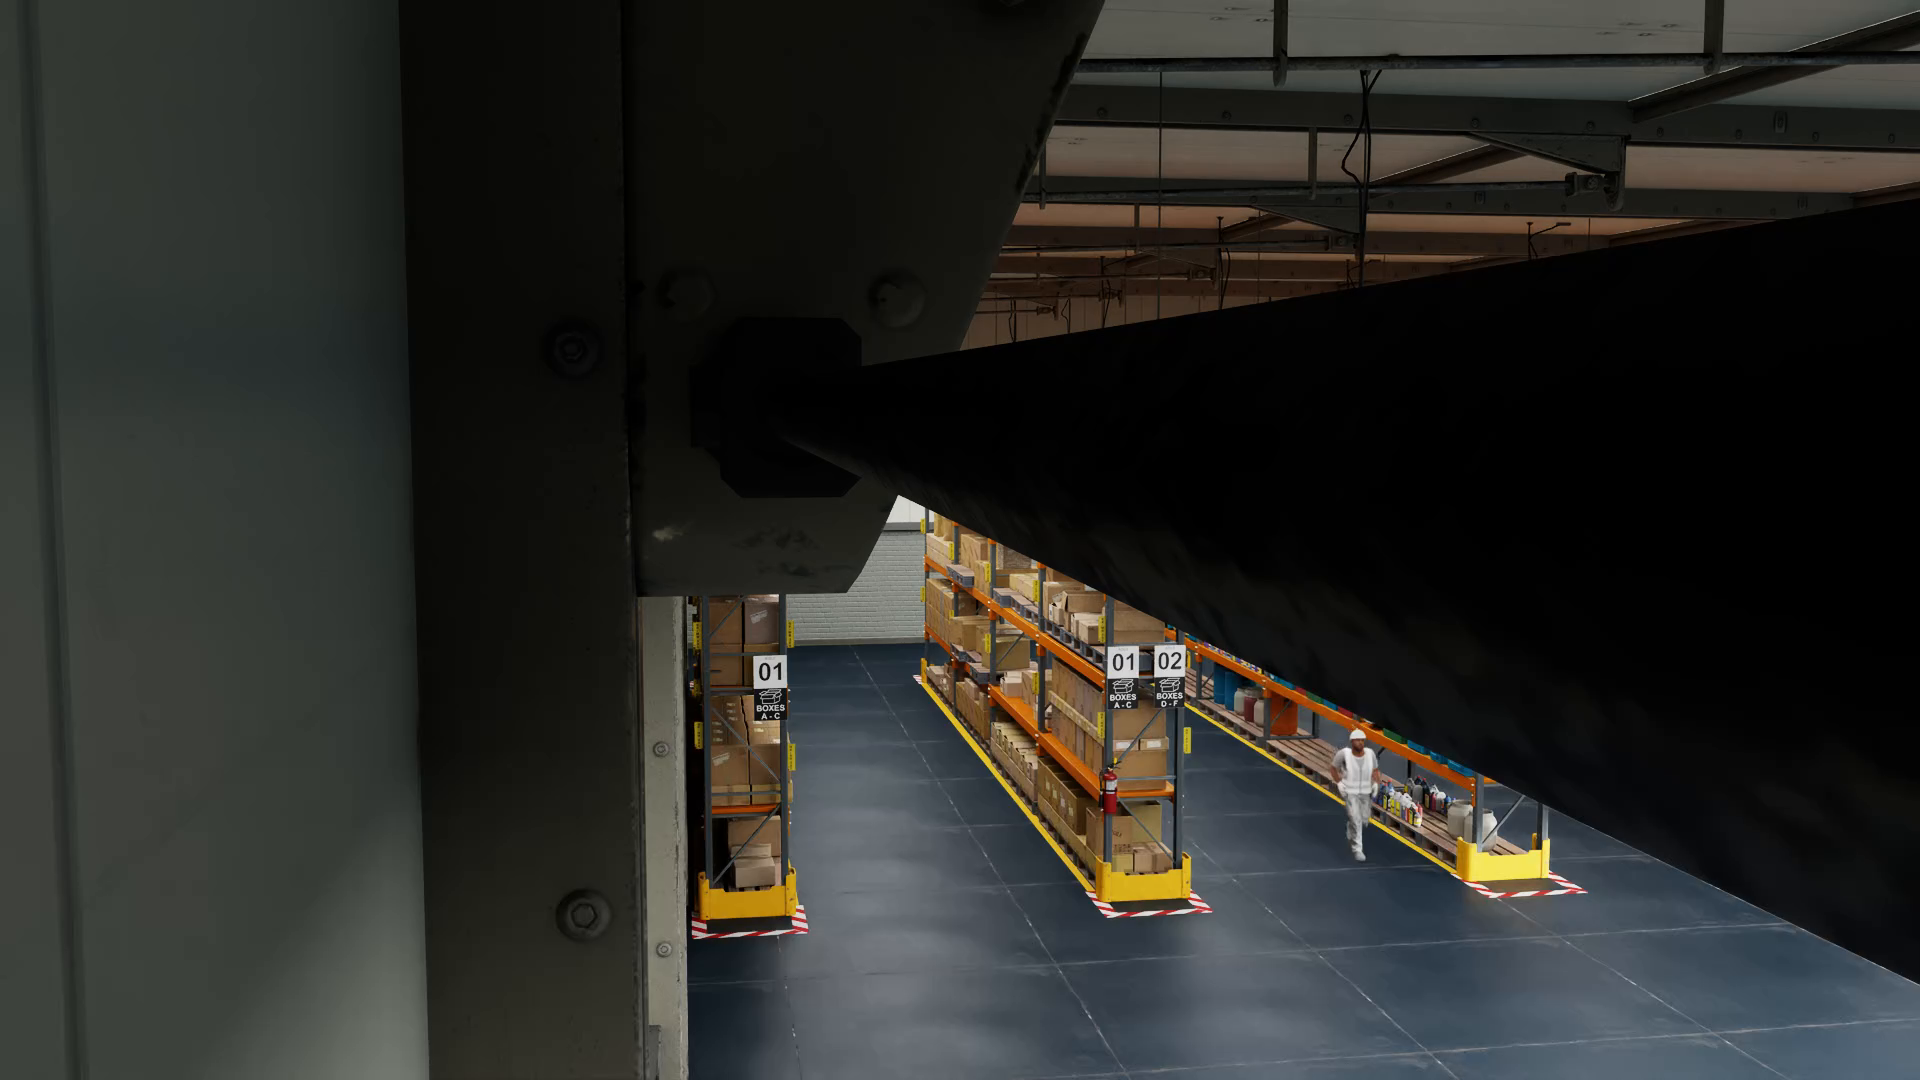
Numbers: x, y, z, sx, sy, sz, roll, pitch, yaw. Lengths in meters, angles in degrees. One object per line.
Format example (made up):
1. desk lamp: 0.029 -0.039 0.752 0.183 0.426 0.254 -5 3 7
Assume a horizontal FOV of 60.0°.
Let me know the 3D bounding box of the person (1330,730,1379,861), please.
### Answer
1. person: 5.424 3.453 22.857 0.670 1.752 0.804 -1 5 -9
